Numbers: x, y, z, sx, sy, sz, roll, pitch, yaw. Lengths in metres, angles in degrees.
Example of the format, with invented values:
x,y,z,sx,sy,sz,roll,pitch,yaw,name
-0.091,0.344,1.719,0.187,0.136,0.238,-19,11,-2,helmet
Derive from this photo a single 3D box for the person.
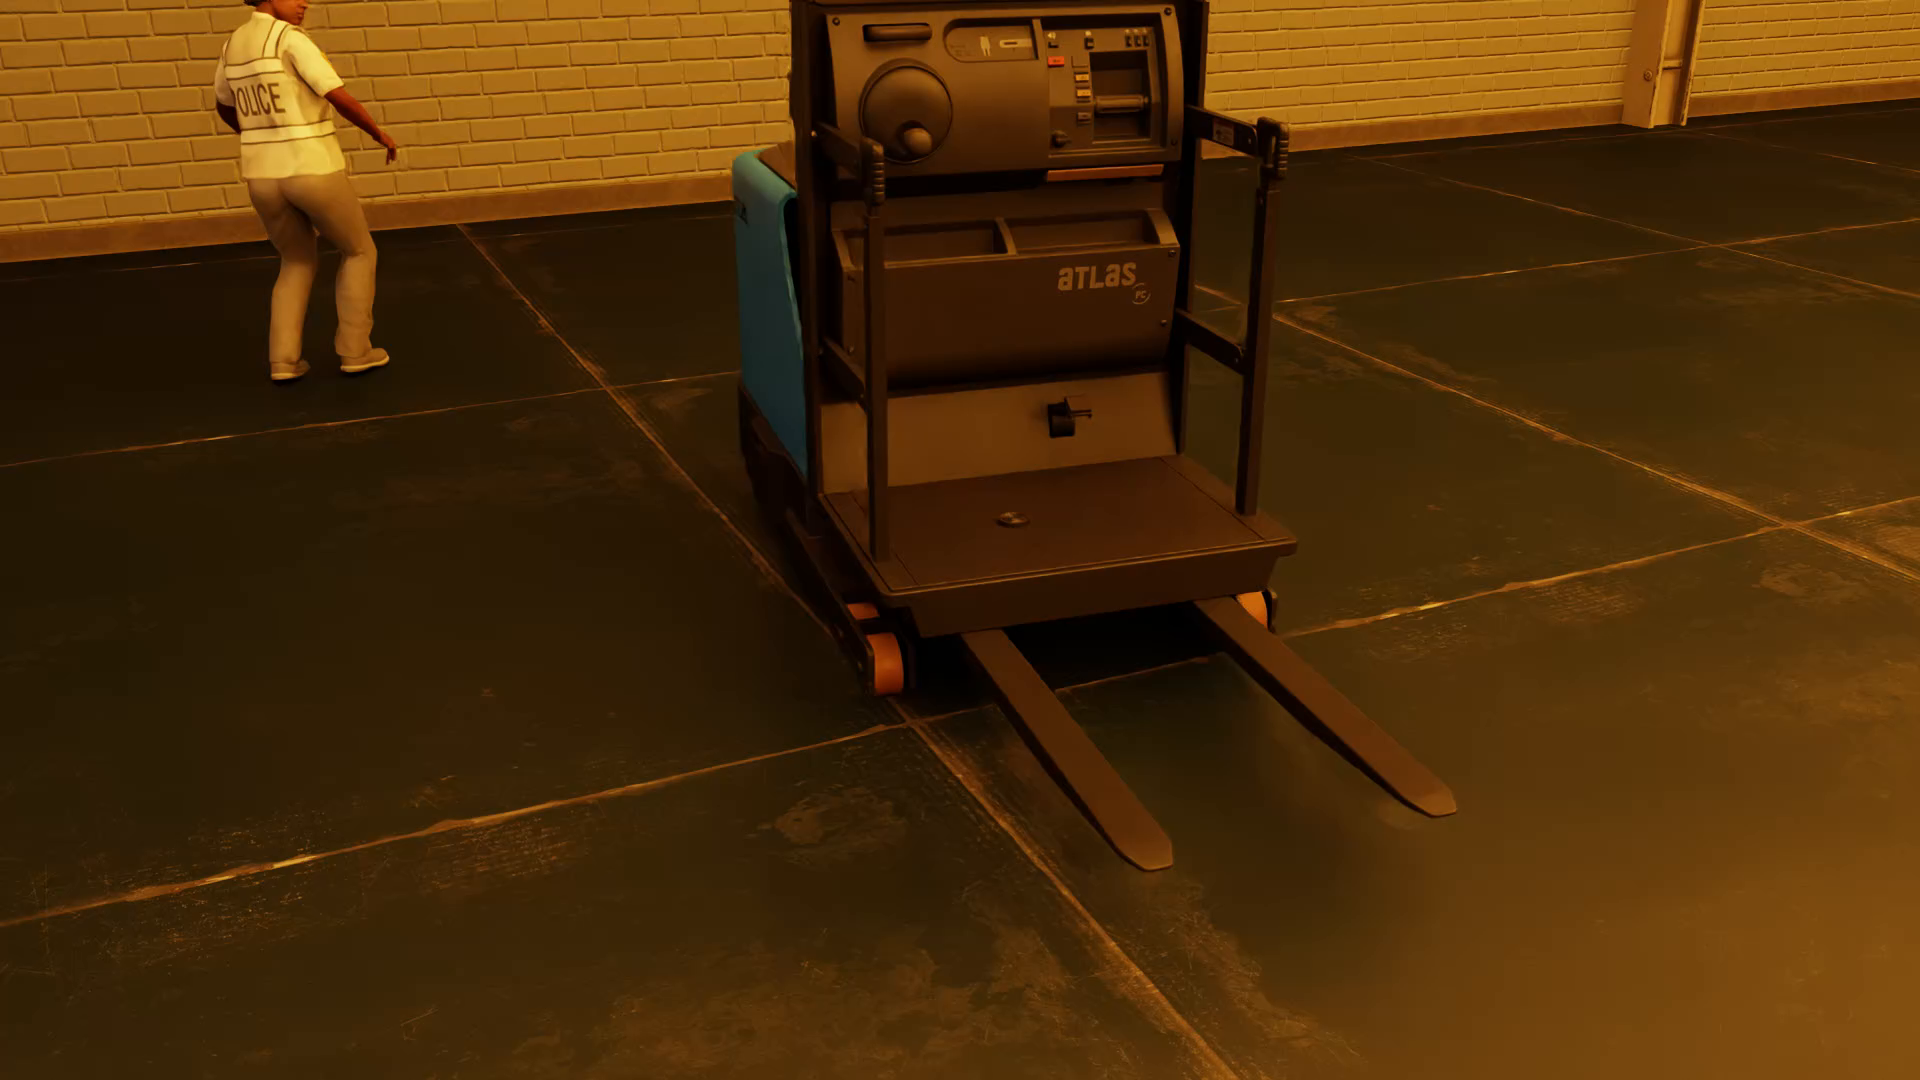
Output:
x,y,z,sx,sy,sz,roll,pitch,yaw,name
-2.539,-1.414,6.460,0.691,1.630,0.577,7,23,16,person

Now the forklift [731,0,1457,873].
x,y,z,sx,sy,sz,roll,pitch,yaw,name
0.192,-1.131,4.009,1.130,2.935,3.031,-7,24,-16,forklift
